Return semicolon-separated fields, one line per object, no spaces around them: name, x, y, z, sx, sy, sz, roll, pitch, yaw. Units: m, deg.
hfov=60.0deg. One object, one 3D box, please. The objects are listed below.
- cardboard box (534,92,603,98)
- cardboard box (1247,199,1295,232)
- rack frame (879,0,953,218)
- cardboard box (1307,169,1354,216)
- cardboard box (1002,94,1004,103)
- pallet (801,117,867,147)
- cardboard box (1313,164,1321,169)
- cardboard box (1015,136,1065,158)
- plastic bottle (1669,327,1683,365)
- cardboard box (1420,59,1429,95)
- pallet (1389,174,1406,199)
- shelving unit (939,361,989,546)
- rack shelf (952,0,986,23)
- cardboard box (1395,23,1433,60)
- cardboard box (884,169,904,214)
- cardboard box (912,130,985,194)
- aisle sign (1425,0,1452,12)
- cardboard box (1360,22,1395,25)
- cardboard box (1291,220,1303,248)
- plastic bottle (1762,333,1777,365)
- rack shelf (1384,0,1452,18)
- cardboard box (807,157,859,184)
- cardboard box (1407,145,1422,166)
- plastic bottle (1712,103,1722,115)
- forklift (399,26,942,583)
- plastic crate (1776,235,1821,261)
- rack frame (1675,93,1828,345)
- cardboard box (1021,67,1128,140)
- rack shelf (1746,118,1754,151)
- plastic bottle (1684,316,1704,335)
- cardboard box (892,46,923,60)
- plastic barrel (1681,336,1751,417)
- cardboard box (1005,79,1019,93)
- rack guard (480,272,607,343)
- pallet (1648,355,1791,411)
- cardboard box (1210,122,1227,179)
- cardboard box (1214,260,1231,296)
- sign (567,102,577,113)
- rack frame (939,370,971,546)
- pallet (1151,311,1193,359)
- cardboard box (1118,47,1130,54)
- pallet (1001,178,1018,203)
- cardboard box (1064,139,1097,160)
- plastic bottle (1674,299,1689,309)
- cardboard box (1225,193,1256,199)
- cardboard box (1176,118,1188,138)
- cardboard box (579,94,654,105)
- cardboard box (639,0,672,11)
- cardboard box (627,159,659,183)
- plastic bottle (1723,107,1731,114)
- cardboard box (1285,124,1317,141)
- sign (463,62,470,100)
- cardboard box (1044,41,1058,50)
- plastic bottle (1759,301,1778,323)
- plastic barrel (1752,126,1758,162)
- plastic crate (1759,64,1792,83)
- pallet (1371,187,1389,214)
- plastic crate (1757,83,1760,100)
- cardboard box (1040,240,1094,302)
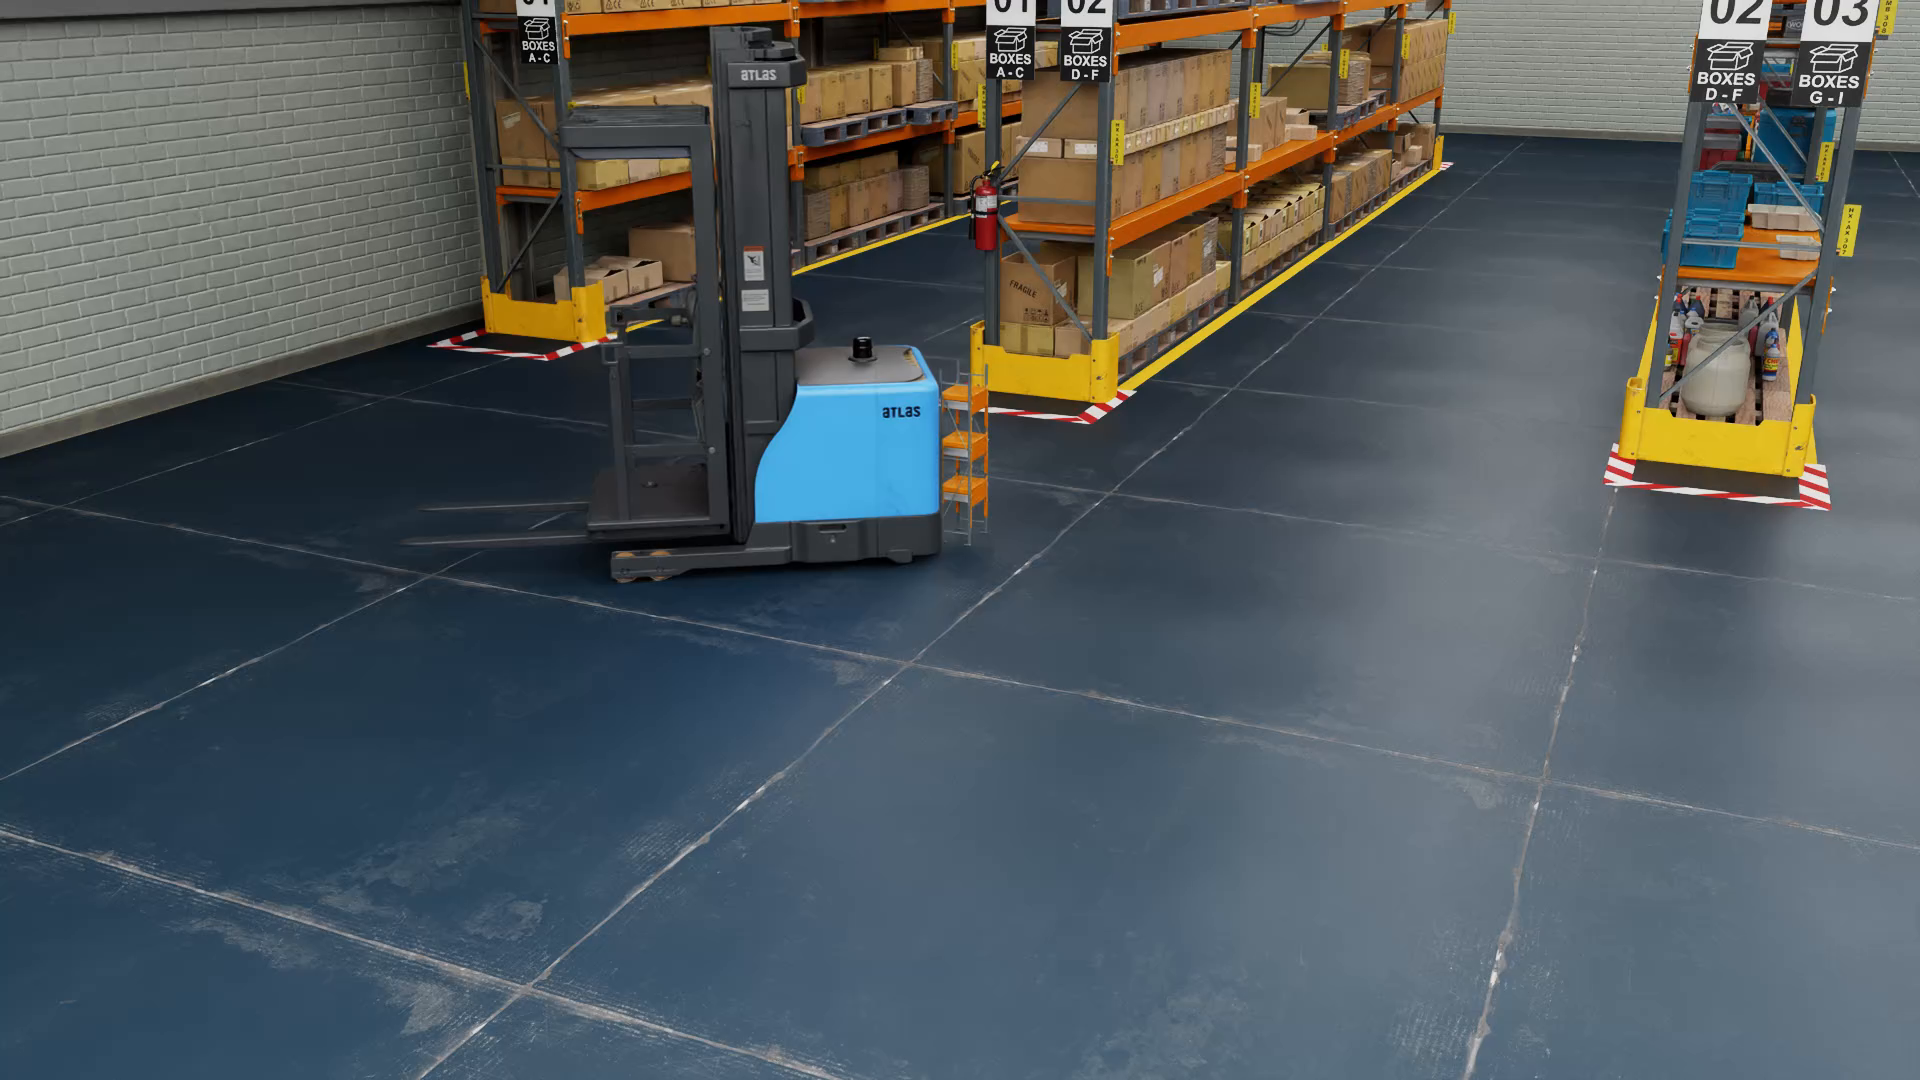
cardboard box;-3.631;-3.908;15.555;0.500;0.500;0.500;9;21;23
cardboard box;3.338;-3.563;18.150;0.500;0.311;0.500;9;22;24
rack frame;-0.570;-5.735;21.619;1.000;3.000;0.127;9;21;23
cardboard box;4.608;-4.347;20.790;0.500;0.500;0.500;8;21;21
cardboard box;0.395;-6.166;23.174;0.380;0.149;0.250;9;21;23
pallet;-1.762;-4.636;18.814;1.003;0.211;1.213;9;21;23
cardboard box;4.332;-4.563;21.396;0.500;0.500;0.500;8;21;21
cardboard box;0.658;-3.107;13.111;0.380;0.149;0.250;8;21;22
plastic bottle;5.673;-1.549;13.257;0.152;0.276;0.135;9;21;23
cardboard box;6.667;-6.910;24.774;0.500;0.500;0.500;8;21;22
pallet;5.871;-5.175;24.207;1.003;0.211;1.213;9;21;23
shelving unit;0.022;-0.511;9.839;0.215;1.050;0.252;9;21;23
rack shelf;0.249;-7.421;22.956;1.077;0.370;4.000;9;21;23
cardboard box;6.671;-7.376;24.591;0.500;0.500;0.500;9;22;24
cardboard box;-1.134;-4.396;20.927;0.700;0.500;0.500;9;21;23
cardboard box;-0.149;-5.127;22.491;0.750;0.750;0.750;8;21;22
aisle sign;7.535;-8.706;26.093;0.394;0.787;0.004;9;21;23
cardboard box;6.181;-7.453;24.806;0.500;0.500;0.500;8;21;22
cardboard box;3.542;-3.453;18.680;0.500;0.250;0.500;9;22;24
plastic bottle;6.401;-1.499;13.123;0.097;0.271;0.097;0;20;0
rack shelf;6.408;-7.965;24.487;1.077;0.370;4.000;9;21;23
cardboard box;-1.534;-4.417;19.868;0.500;0.250;0.500;8;21;21
cardboard box;6.813;-5.928;25.607;0.500;0.250;0.500;9;21;23
plastic bottle;8.816;-4.927;19.421;0.144;0.351;0.185;9;21;23
forklift;-1.667;-1.332;9.341;3.031;2.935;1.130;-3;20;-8
plastic crate;5.853;-2.036;11.610;0.298;0.136;0.250;9;21;23
rack frame;6.831;-3.153;14.359;1.000;3.000;0.127;9;21;23
cardboard box;0.900;-3.427;13.042;0.700;0.500;0.500;9;21;23
rack shelf;9.288;-4.648;19.637;1.077;0.370;4.000;9;21;23
plastic bottle;6.016;-1.687;13.644;0.152;0.276;0.135;9;21;23
cardboard box;-0.683;-6.186;21.112;0.380;0.149;0.250;6;20;16
plastic barrel;5.393;-1.168;11.862;0.421;0.512;0.421;0;20;0
cardboard box;0.496;-6.516;23.191;0.500;0.500;0.500;9;22;24
rack guard;-3.814;-2.135;15.227;1.175;0.500;0.348;9;21;23
pallet;6.019;-1.265;13.212;1.003;0.211;1.213;9;21;23
cardboard box;2.137;-3.745;15.872;0.700;0.500;0.500;8;21;21
cardboard box;2.323;-2.565;16.180;0.500;0.250;0.500;9;21;23
sign;-3.350;-3.623;14.388;0.100;0.325;0.005;9;21;23
rack frame;-0.028;-0.474;9.734;0.200;1.050;0.008;9;21;23
pallet;1.451;-1.909;15.020;1.003;0.211;1.213;9;21;23
cardboard box;2.219;-7.941;27.374;0.980;0.700;0.700;8;21;22
pallet;0.323;-5.024;23.780;1.003;0.211;1.213;9;21;23
cardboard box;1.032;-3.054;12.963;0.380;0.149;0.250;8;21;22
plastic bottle;6.193;-1.937;14.348;0.152;0.276;0.135;9;22;25
cardboard box;3.051;-3.786;18.778;0.500;0.311;0.500;8;21;21
cardboard box;1.770;-3.605;14.511;0.380;0.149;0.250;9;22;24
cardboard box;-3.164;-3.836;15.354;0.500;0.500;0.500;9;21;23
cardboard box;-3.019;-5.146;15.307;0.500;0.500;0.500;10;22;25
cardboard box;-3.156;-3.495;15.513;0.500;0.250;0.500;8;21;21
plastic bottle;9.075;-4.984;19.698;0.097;0.271;0.097;0;20;0
cardboard box;3.835;-4.626;18.874;0.380;0.149;0.250;9;21;23
sign;-4.344;-4.067;14.727;0.100;0.325;0.005;9;21;23
cardboard box;1.111;-7.330;24.362;0.500;0.250;0.500;9;22;24
plastic bottle;6.751;-1.817;13.899;0.144;0.351;0.185;7;21;20
plastic barrel;7.423;-3.480;15.074;0.433;0.535;0.433;0;20;0
plastic crate;11.778;-6.738;24.298;0.616;0.435;0.499;9;21;23
pallet;5.291;-4.712;22.903;1.003;0.211;1.213;9;21;23
plastic crate;10.900;-6.013;22.486;0.437;0.282;0.530;9;21;23
cardboard box;1.020;-2.379;14.540;0.500;0.500;0.500;9;21;23
